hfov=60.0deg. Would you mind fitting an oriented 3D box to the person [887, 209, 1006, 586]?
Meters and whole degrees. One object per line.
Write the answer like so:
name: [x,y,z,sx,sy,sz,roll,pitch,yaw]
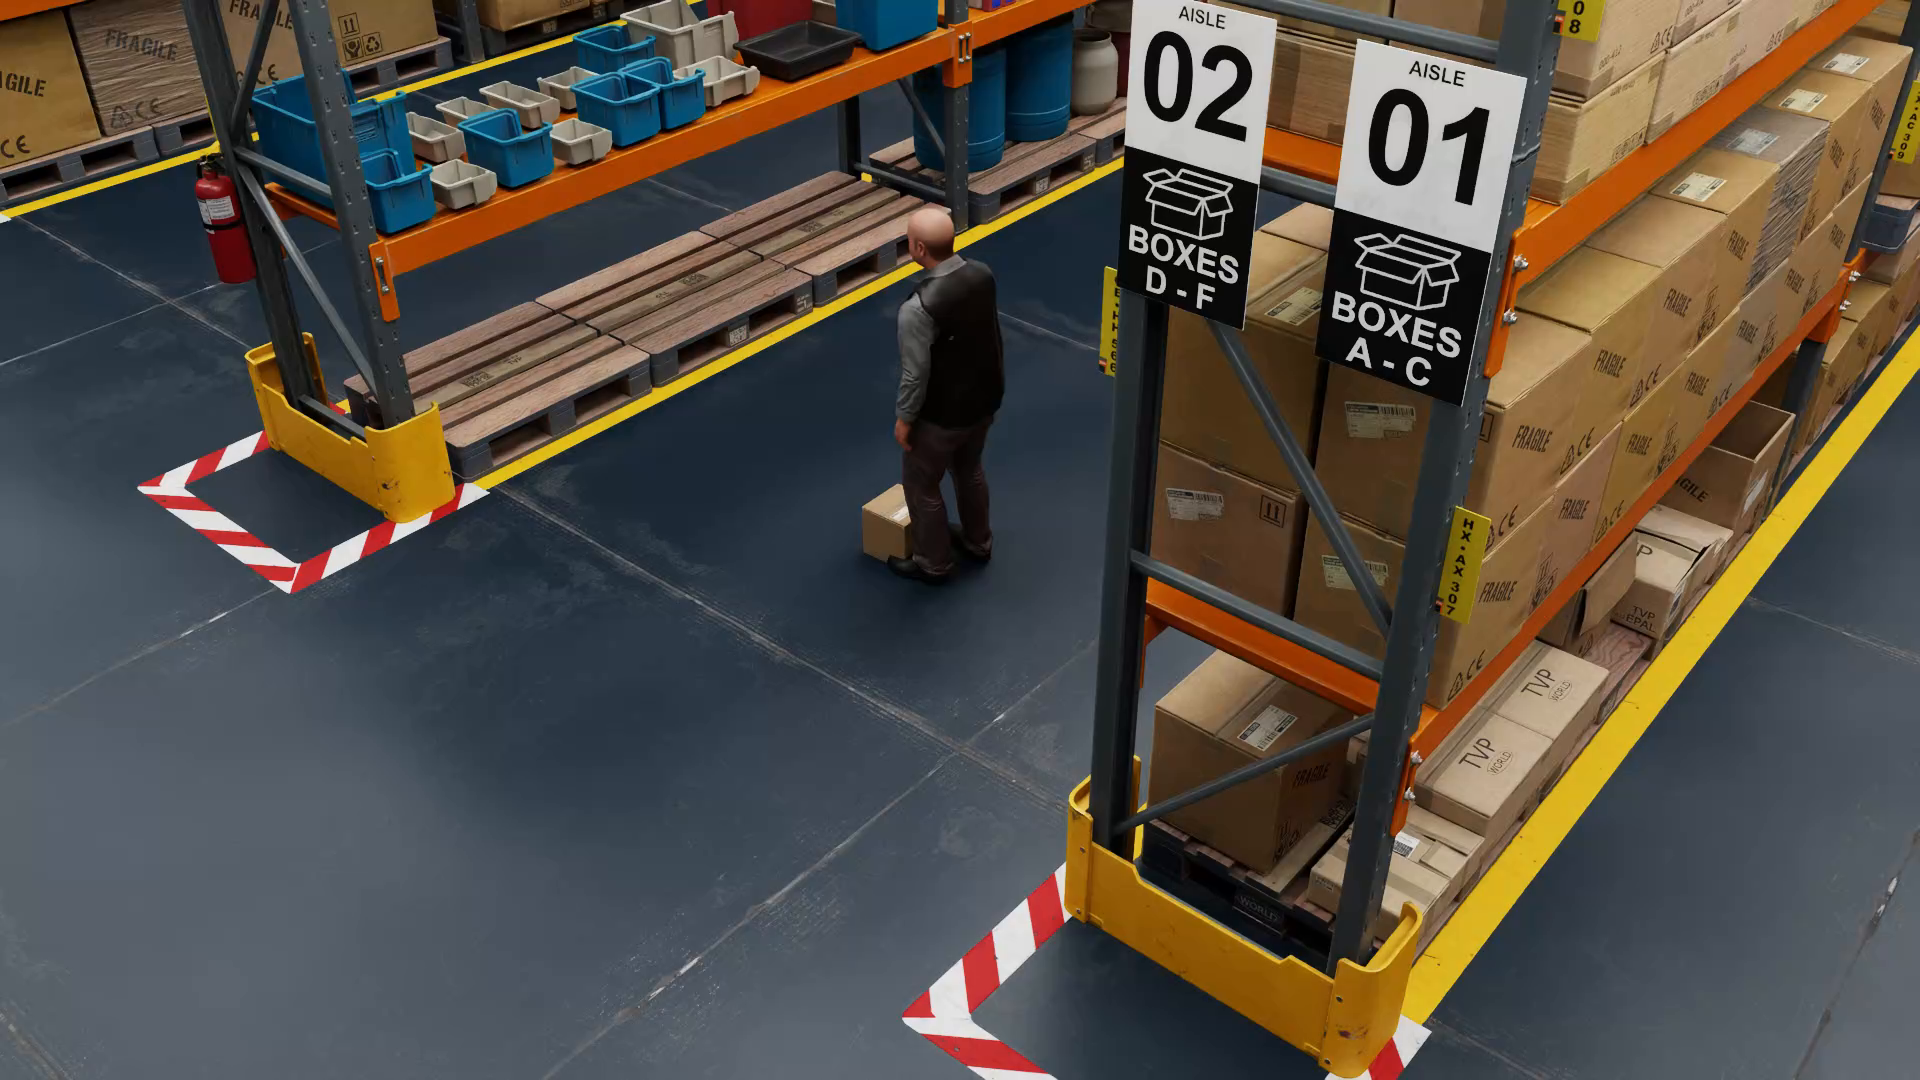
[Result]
person: [-0.058,-0.573,6.991,0.470,1.720,0.578,25,42,31]
